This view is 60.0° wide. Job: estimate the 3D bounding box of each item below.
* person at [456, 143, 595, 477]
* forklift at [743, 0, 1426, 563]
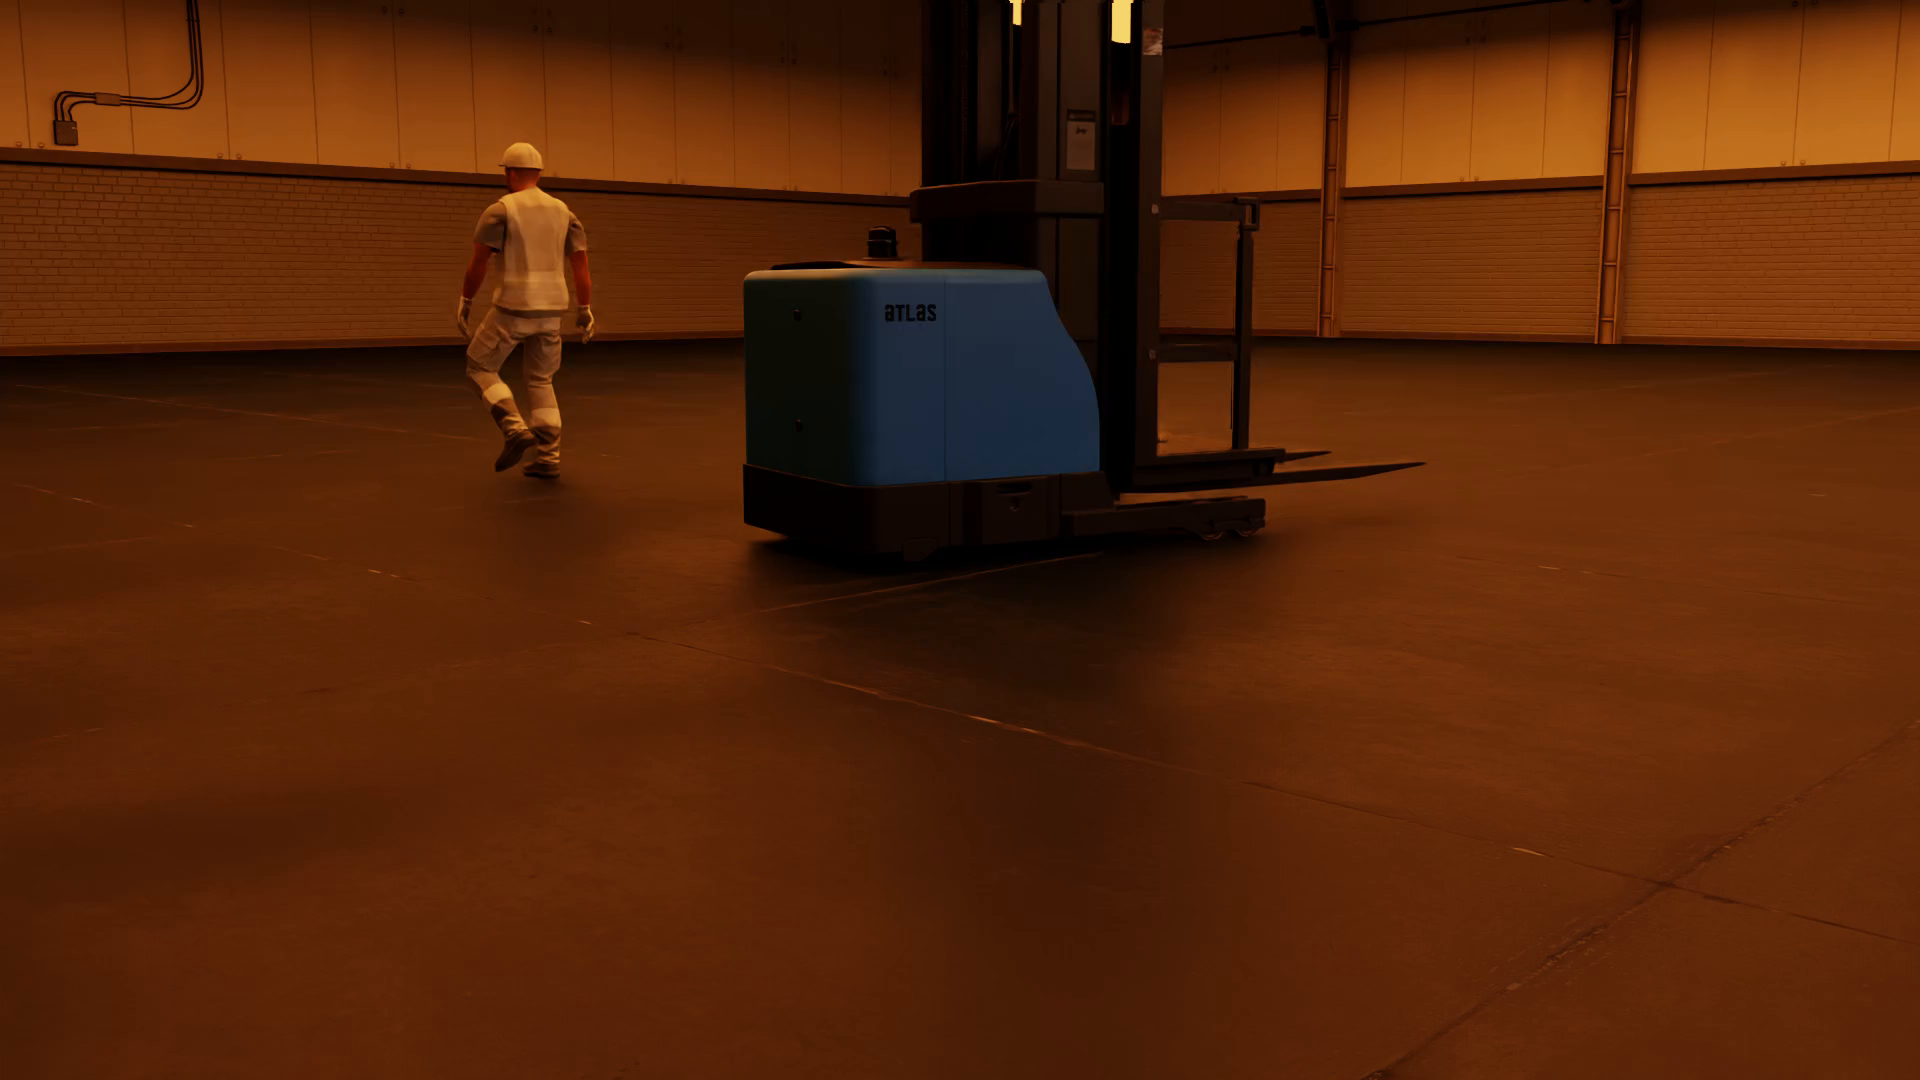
[{"bbox_3d":[-2.344,-1.219,8.889,0.468,1.767,0.719,8,12,43],"label":"person"},{"bbox_3d":[0.657,-1.506,6.876,3.031,2.935,1.130,-5,10,-31],"label":"forklift"}]
